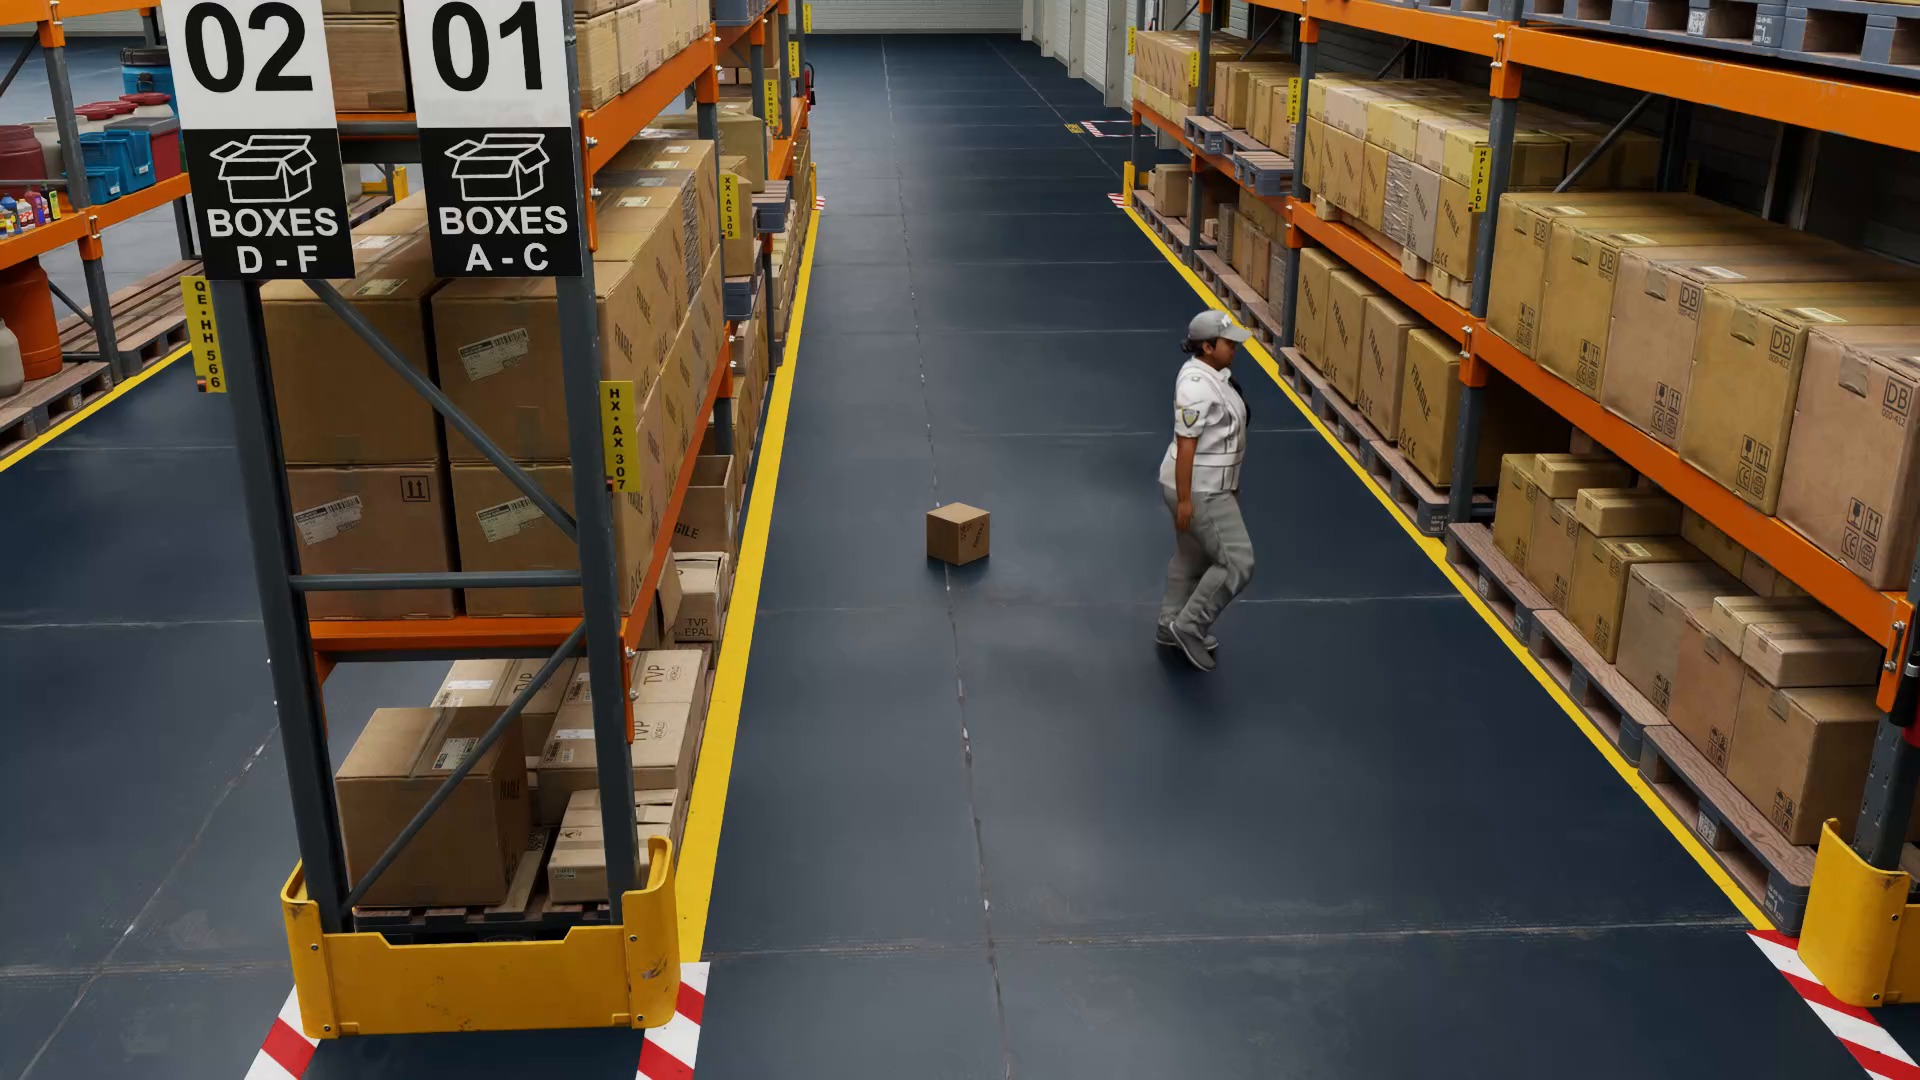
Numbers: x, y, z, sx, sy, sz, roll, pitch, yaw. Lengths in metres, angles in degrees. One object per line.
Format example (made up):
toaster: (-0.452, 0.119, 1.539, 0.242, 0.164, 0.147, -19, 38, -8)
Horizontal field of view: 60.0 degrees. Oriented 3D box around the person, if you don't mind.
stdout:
person: (1.147, -0.223, 7.664, 0.466, 1.698, 0.496, 4, 21, 10)
